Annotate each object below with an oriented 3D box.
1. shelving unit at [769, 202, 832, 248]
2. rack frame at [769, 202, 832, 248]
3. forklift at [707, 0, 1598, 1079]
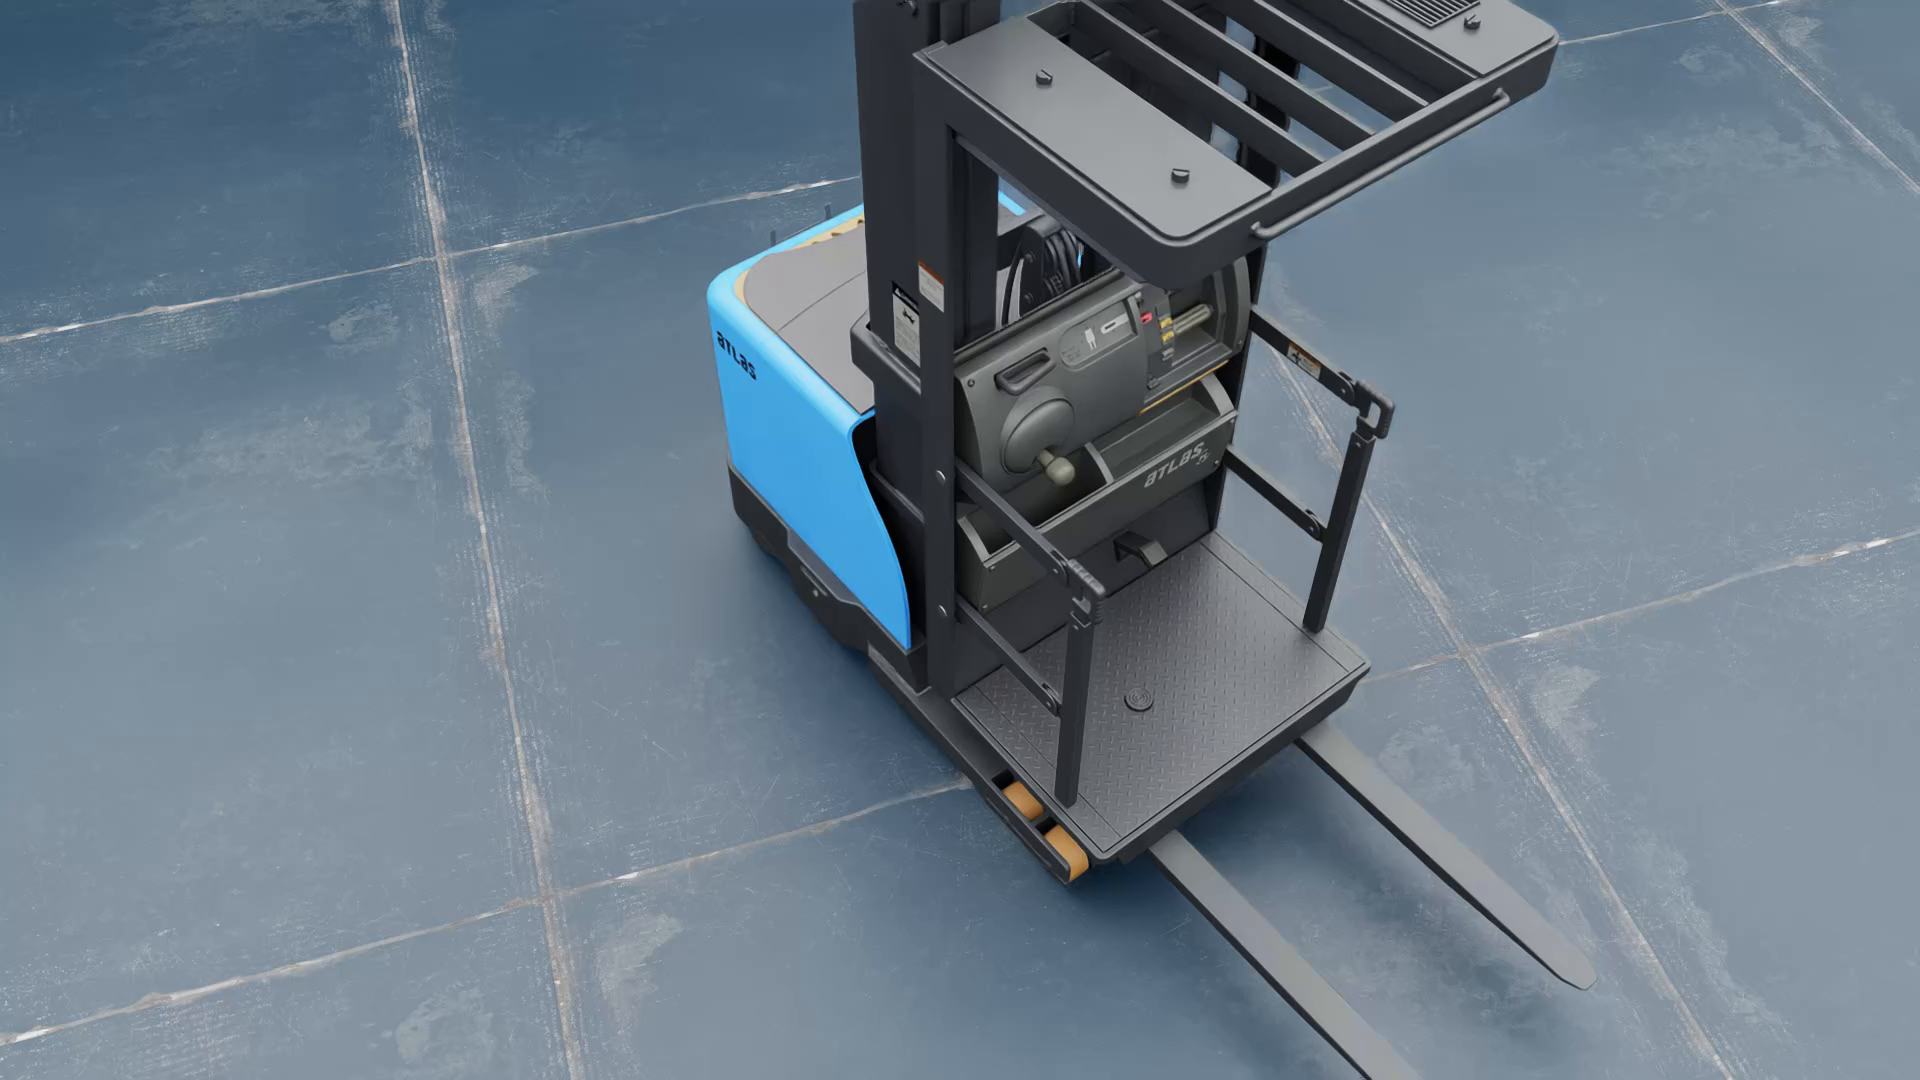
[{"bbox_3d":[-0.463,-0.713,5.762,0.258,0.900,0.210,-31,56,-23],"label":"shelving unit"},{"bbox_3d":[-0.526,-0.774,5.814,0.240,0.900,0.006,-31,56,-23],"label":"rack frame"},{"bbox_3d":[0.520,-0.377,4.151,1.130,2.935,3.031,-31,56,-23],"label":"forklift"}]
